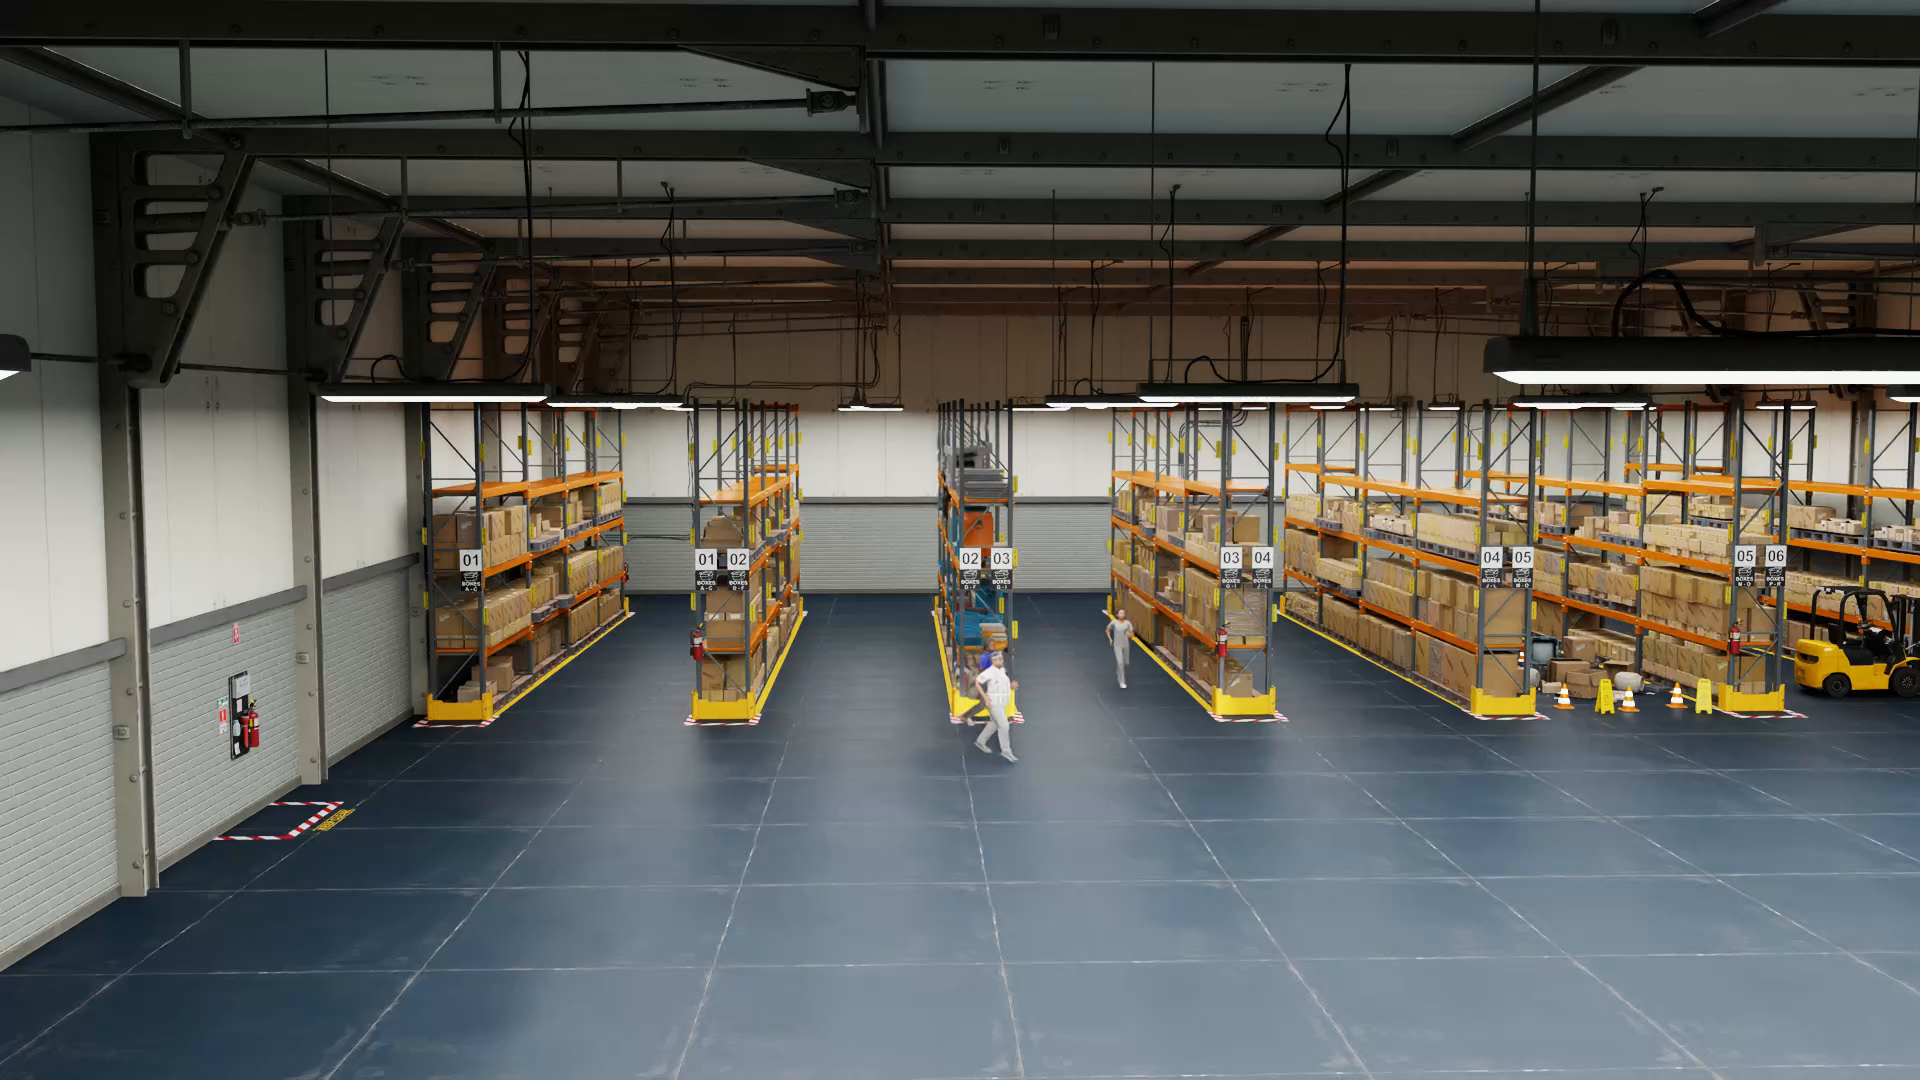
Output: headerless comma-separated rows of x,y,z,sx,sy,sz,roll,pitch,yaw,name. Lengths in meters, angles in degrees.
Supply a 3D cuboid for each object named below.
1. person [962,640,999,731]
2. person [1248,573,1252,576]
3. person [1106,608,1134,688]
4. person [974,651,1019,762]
0.484,2.635,29.934,0.910,1.666,0.589,2,5,29,person
8.112,1.447,45.100,0.648,1.796,0.793,0,4,0,person
3.366,2.238,34.848,0.574,1.645,0.929,-1,4,-10,person
0.608,2.737,27.584,0.882,1.821,0.648,2,5,26,person
